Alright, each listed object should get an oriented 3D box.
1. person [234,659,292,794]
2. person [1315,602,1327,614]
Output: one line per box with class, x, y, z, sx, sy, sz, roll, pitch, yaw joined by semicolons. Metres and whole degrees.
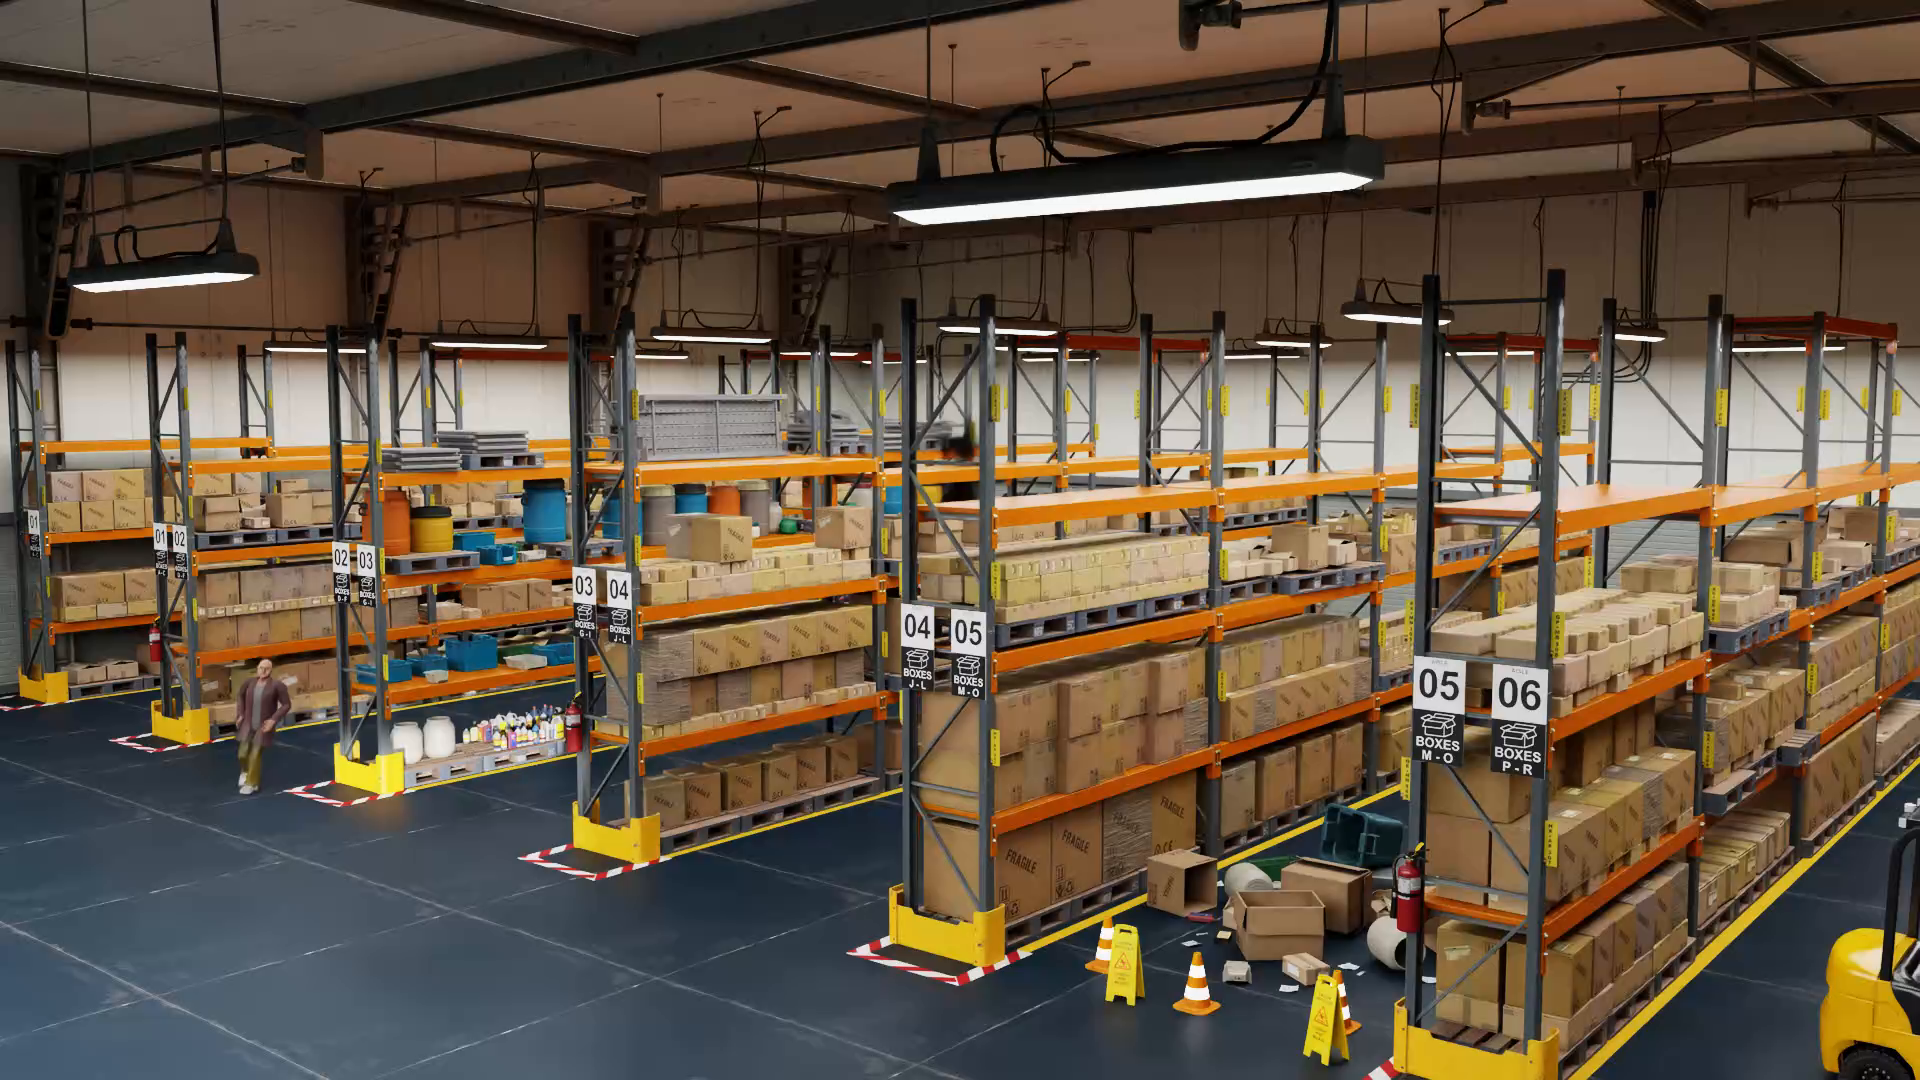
person;-8.974;2.385;21.383;0.746;1.718;0.605;0;5;-5
person;6.023;1.817;28.010;0.626;1.656;0.786;4;7;38
